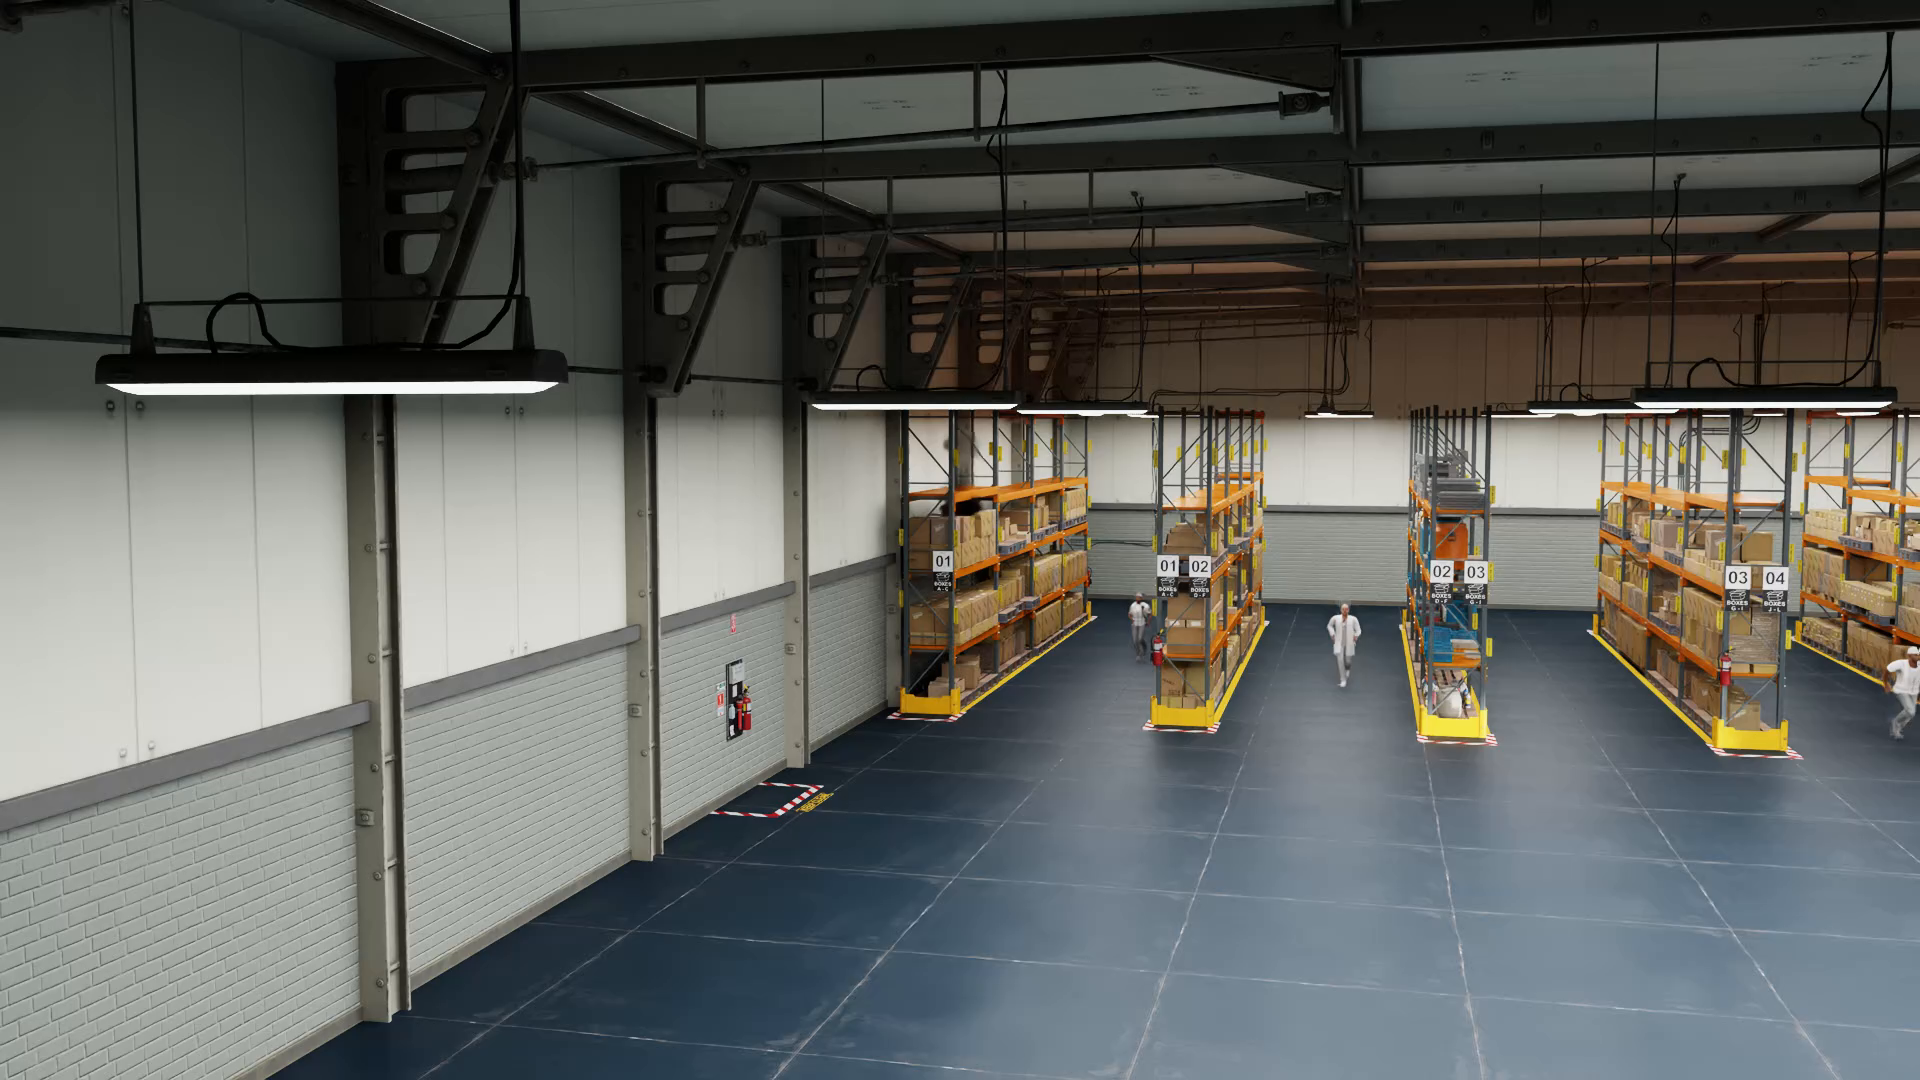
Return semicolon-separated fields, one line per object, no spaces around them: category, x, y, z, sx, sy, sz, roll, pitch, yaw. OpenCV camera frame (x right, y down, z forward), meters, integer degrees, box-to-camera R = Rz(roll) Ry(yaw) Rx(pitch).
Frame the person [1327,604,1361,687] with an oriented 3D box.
person;8.338;2.269;36.123;0.711;1.765;0.880;1;4;13

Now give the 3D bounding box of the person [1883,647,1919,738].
person;16.913;2.726;29.649;0.654;1.680;0.735;-1;4;-11

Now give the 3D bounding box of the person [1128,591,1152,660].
person;4.277;2.051;39.726;0.569;1.661;0.554;1;4;19

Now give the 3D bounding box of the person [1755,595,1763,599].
person;20.865;1.795;43.919;0.443;1.586;0.704;-3;5;-31
